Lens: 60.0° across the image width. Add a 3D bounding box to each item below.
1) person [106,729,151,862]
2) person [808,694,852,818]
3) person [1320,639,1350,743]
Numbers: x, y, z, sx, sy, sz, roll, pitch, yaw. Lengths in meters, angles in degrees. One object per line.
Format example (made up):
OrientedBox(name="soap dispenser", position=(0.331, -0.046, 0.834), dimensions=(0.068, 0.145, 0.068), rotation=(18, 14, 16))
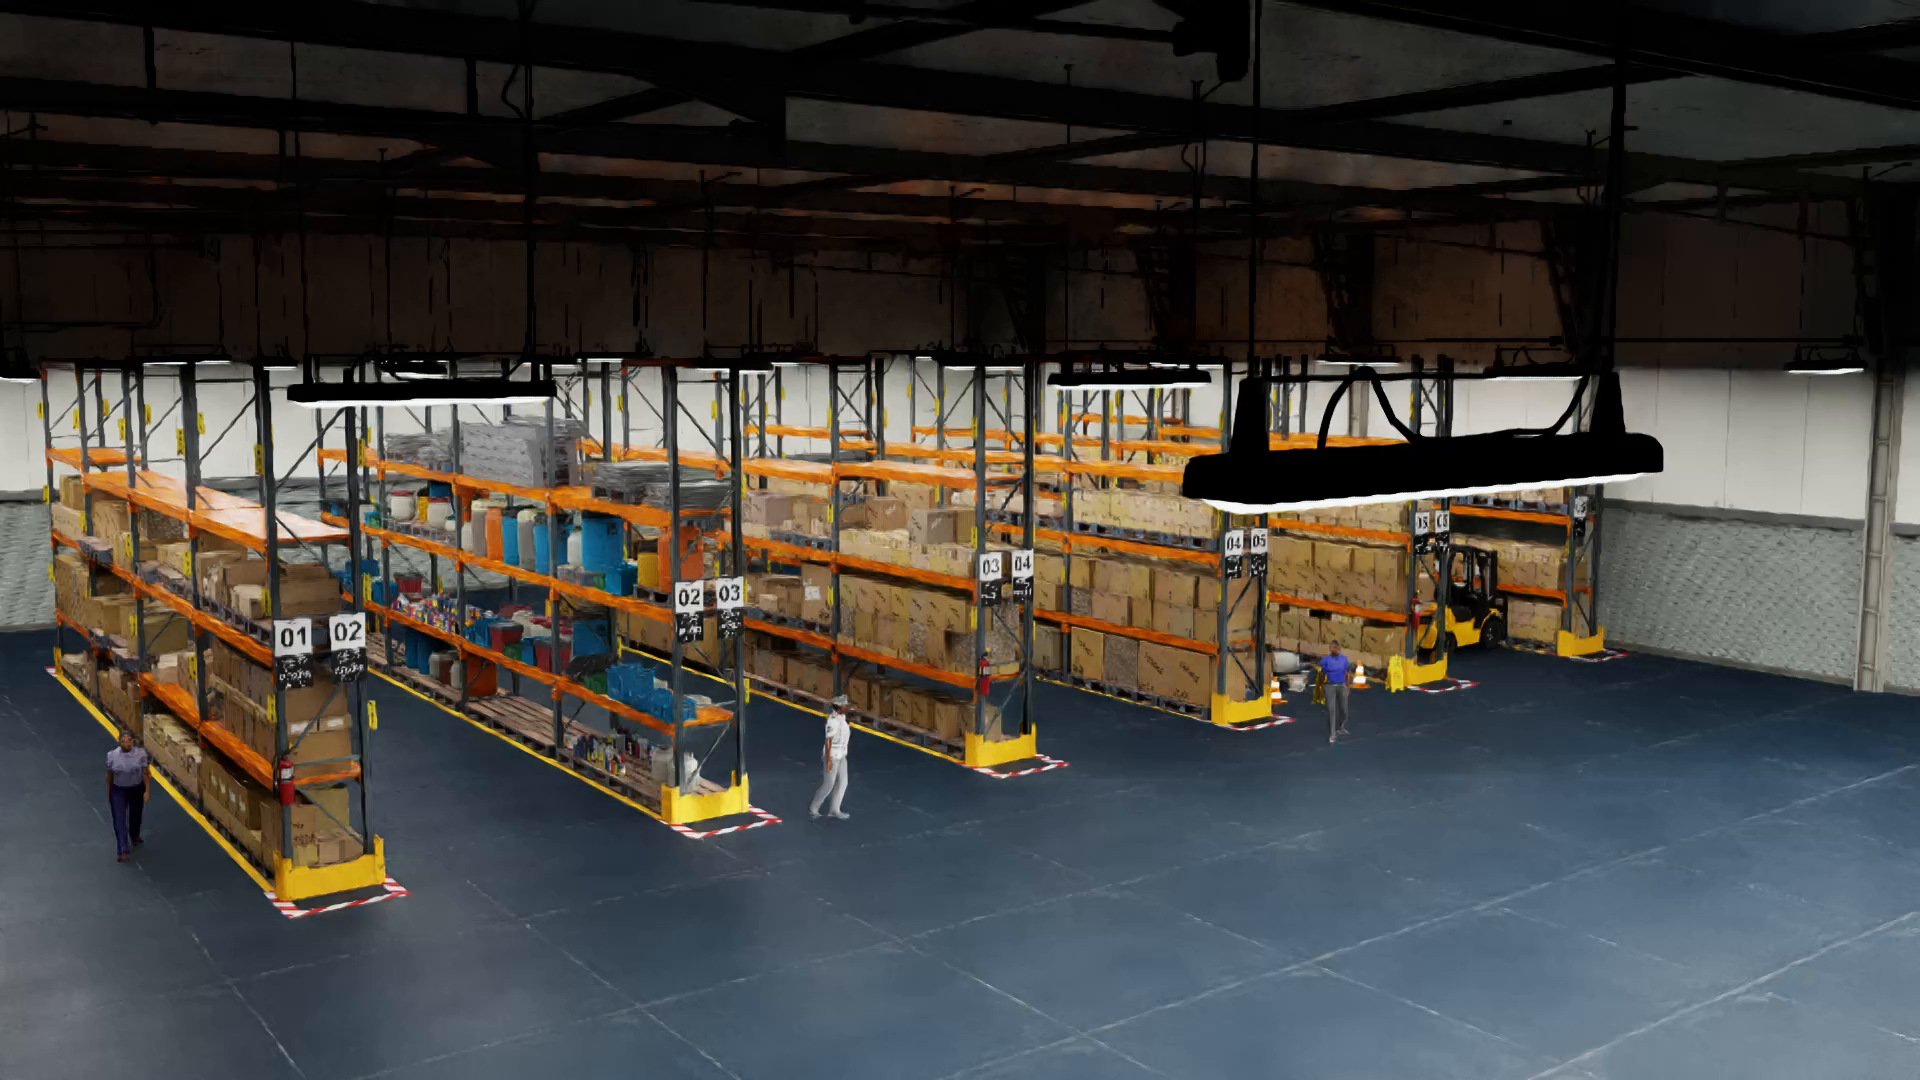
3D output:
OrientedBox(name="person", position=(-10.228, 3.086, 20.486), dimensions=(0.481, 1.565, 1.084), rotation=(-5, 8, -33))
OrientedBox(name="person", position=(-1.738, 2.869, 22.064), dimensions=(0.547, 1.663, 0.512), rotation=(2, 7, 17))
OrientedBox(name="person", position=(5.958, 2.358, 26.393), dimensions=(0.519, 1.647, 0.523), rotation=(0, 7, 1))
